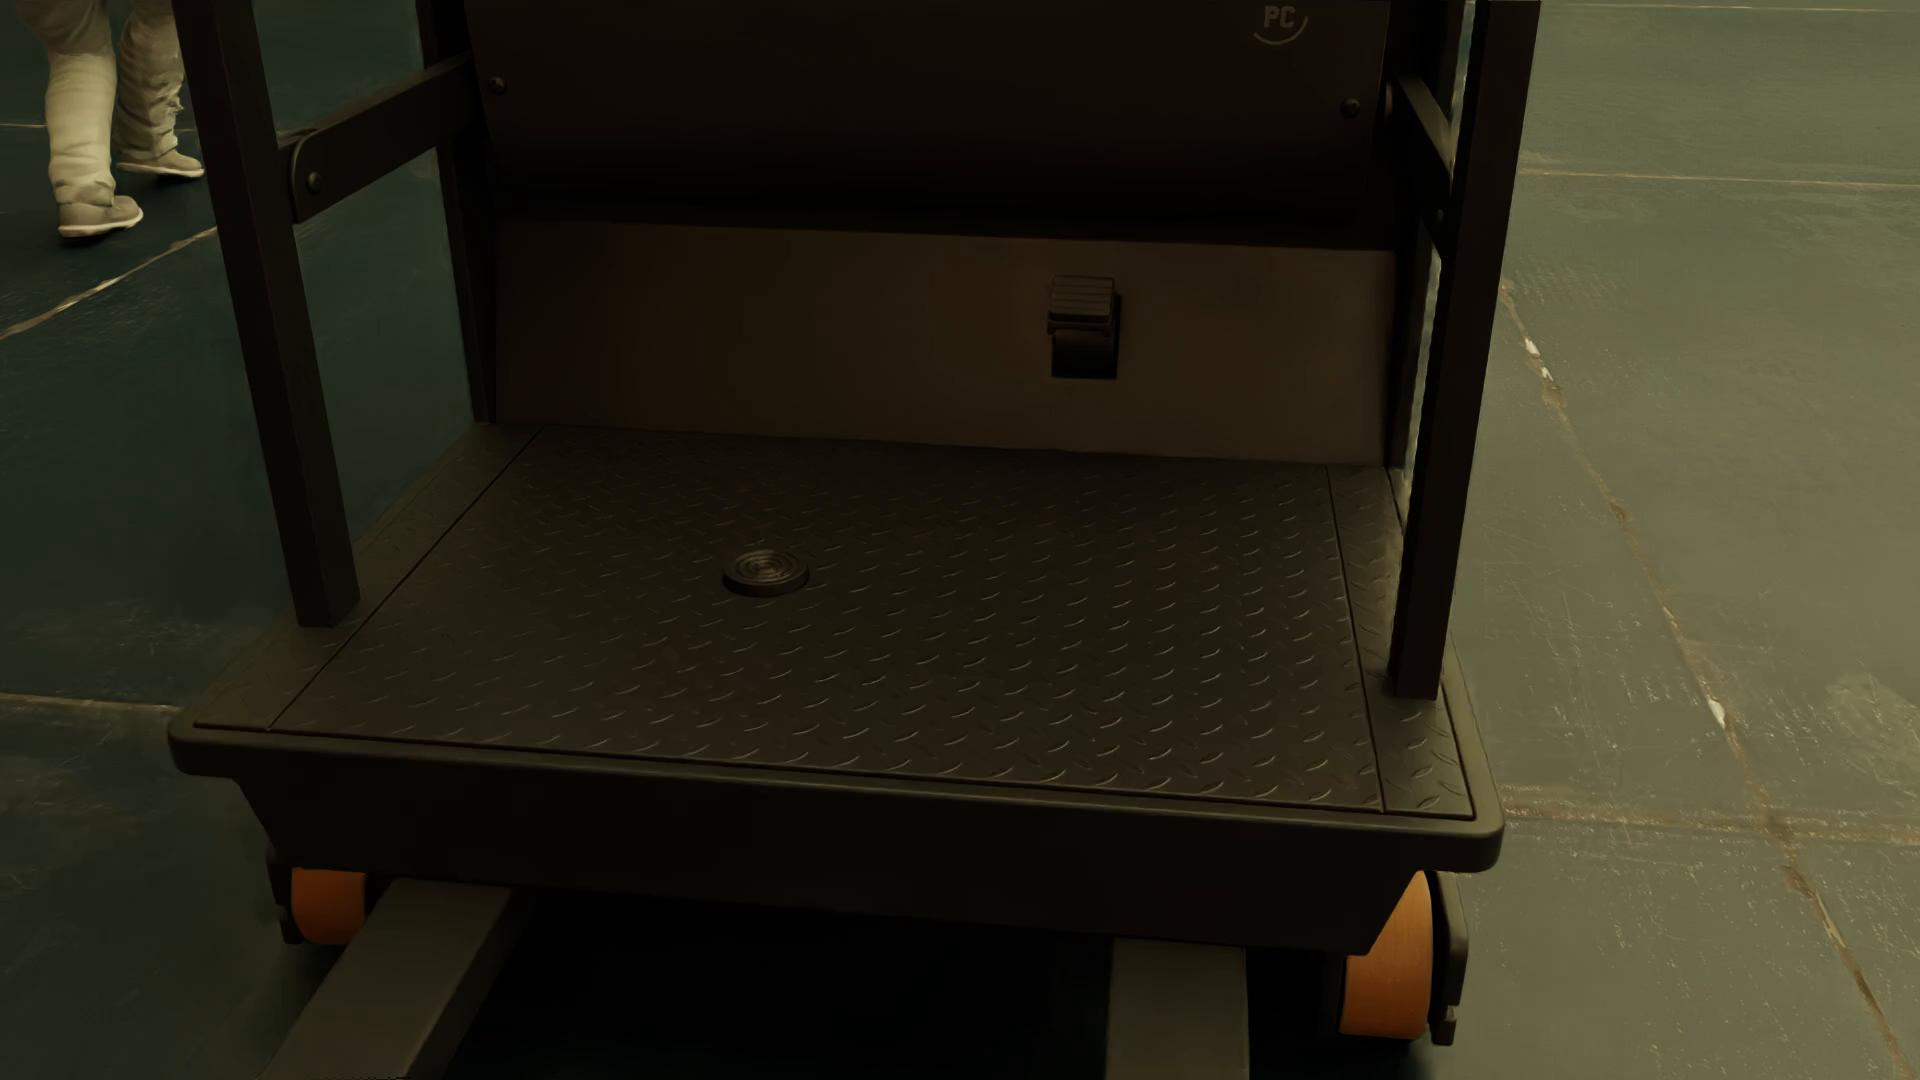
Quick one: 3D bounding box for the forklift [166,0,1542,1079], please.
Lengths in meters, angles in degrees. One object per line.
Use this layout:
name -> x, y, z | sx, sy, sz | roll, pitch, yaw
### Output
forklift -> -0.066, -1.009, 1.240 | 1.130, 2.935, 3.031 | 3, 27, 6

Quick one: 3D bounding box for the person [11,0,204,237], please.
person -> -1.953, -1.513, 3.851 | 0.714, 1.518, 0.756 | 2, 27, 3
